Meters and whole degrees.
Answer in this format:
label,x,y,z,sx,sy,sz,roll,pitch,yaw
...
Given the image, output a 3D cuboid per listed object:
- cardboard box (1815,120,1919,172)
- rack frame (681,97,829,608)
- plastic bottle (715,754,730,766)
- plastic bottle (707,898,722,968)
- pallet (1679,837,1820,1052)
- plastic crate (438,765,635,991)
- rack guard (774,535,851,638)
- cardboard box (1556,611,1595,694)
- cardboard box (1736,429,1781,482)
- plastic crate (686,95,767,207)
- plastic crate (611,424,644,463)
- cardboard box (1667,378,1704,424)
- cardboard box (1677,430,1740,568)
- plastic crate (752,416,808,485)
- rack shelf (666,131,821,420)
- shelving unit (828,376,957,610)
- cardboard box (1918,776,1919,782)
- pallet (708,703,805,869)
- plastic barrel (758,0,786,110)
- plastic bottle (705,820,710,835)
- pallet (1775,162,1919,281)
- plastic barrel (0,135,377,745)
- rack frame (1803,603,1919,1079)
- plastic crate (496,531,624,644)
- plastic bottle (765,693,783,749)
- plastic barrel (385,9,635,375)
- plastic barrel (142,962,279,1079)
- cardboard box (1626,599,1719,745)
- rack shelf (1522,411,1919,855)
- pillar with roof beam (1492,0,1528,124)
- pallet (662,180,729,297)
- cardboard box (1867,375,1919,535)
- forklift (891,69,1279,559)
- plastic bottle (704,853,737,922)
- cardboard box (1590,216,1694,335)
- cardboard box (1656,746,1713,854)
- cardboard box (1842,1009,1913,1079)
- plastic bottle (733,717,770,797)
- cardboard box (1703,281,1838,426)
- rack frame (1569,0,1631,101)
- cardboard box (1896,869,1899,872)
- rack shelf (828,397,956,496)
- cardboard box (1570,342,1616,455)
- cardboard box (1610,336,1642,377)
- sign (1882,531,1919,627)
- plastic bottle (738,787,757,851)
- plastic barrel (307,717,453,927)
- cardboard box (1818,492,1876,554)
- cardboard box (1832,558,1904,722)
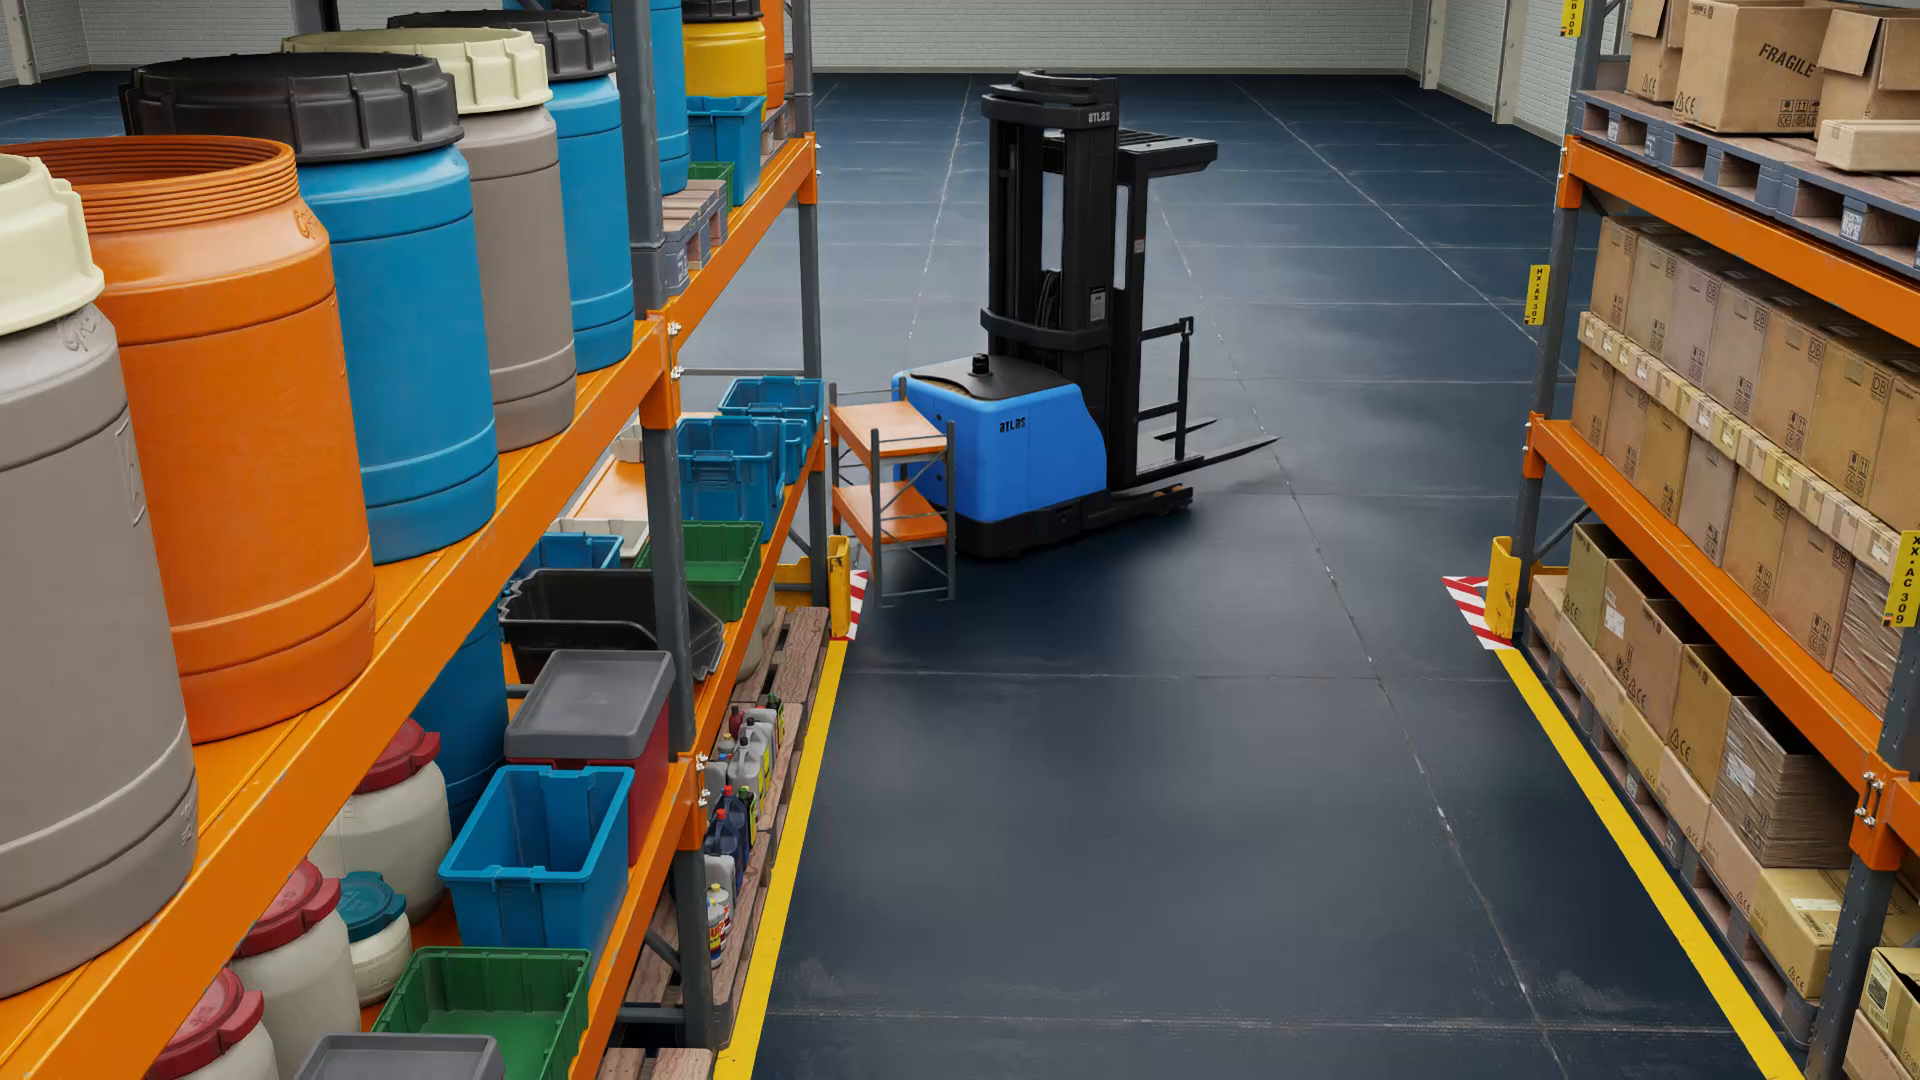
label,x,y,z,sx,sy,sz,roll,pitch,yaw
cardboard box,3.316,-1.411,5.946,0.380,0.149,0.250,1,21,2
rack frame,-1.277,-0.932,9.284,1.000,3.000,0.127,1,21,2
plastic bottle,-1.057,1.052,7.432,0.097,0.201,0.097,0,21,0
plastic bottle,-0.950,1.471,6.256,0.097,0.271,0.097,0,21,0
pallet,3.619,1.583,6.657,1.003,0.211,1.213,1,21,2
plastic crate,-1.121,0.924,4.523,0.392,0.384,0.575,1,21,2
rack guard,-1.232,0.261,9.665,1.175,0.500,0.348,1,21,2
cardboard box,3.424,0.582,8.603,0.500,0.250,0.500,1,21,2
cardboard box,3.387,-0.339,6.720,0.380,0.149,0.250,1,21,3
plastic crate,-1.034,-1.630,6.959,0.392,0.384,0.575,1,21,2
plastic crate,-1.625,-0.489,8.507,0.298,0.136,0.250,1,21,2
cardboard box,3.410,-0.620,7.445,0.380,0.149,0.250,0,21,1
cardboard box,3.603,-0.194,7.245,0.700,0.500,0.500,1,21,3
plastic crate,-1.018,-0.444,8.232,0.499,0.251,0.408,1,21,2
rack shelf,-1.337,-1.272,7.008,1.077,0.370,4.000,1,21,2
shelving unit,-0.428,-0.313,10.281,0.538,1.125,1.048,-7,22,-17
cardboard box,3.887,0.961,6.588,0.500,0.500,0.500,1,21,2
pallet,-1.302,1.130,7.826,1.003,0.211,1.213,1,21,2
plastic barrel,-1.164,-2.549,8.132,0.600,0.830,0.708,1,21,2
plastic bottle,-1.075,1.240,6.850,0.097,0.271,0.097,0,21,0
pallet,3.553,-1.096,5.682,1.003,0.211,1.213,1,21,2
plastic barrel,-1.258,-0.169,2.578,0.600,0.830,0.708,1,21,2
rack frame,3.553,0.570,5.413,1.000,3.000,0.127,1,21,2
plastic crate,-1.636,0.180,6.623,0.499,0.251,0.616,1,21,2
plastic bottle,-0.880,0.840,7.863,0.061,0.283,0.133,1,21,3
plastic barrel,-1.197,-0.932,4.444,0.600,0.901,0.708,1,21,2
plastic barrel,-1.682,1.216,3.560,0.433,0.535,0.433,0,21,0
cardboard box,3.387,0.594,7.535,0.500,0.500,0.500,1,21,2
rack shelf,3.614,0.182,7.407,1.077,0.370,4.000,1,21,2
pillar with roof beam,5.896,-12.082,29.728,9.100,9.000,0.400,1,21,2
pallet,-1.474,-1.058,5.724,1.213,0.211,1.003,1,21,2
cardboard box,3.560,-0.242,5.574,0.700,0.500,0.500,1,21,2
forklift,0.994,-1.663,11.263,3.031,2.935,1.130,-17,27,-36
plastic bottle,-0.968,1.351,6.557,0.152,0.276,0.135,1,21,4
cardboard box,3.646,-1.340,8.404,0.700,0.500,0.500,1,21,2
cardboard box,3.374,1.124,7.205,0.500,0.250,0.500,1,21,2
cardboard box,3.293,1.799,5.466,0.500,0.250,0.500,0,21,0
plastic bottle,-0.935,0.968,7.442,0.144,0.351,0.185,2,21,4
cardboard box,3.606,-0.786,6.977,0.700,0.500,0.500,1,21,2
rack frame,3.674,-3.673,8.055,1.000,3.000,0.127,1,21,2
cardboard box,3.890,1.311,6.724,0.500,0.250,0.500,1,21,2
rack shelf,-0.428,-0.586,10.175,0.538,0.278,1.000,-7,22,-17
cardboard box,3.647,-0.754,8.688,0.700,0.500,0.500,1,21,2
cardboard box,3.433,-0.900,8.167,0.380,0.149,0.250,1,21,2
sign,2.998,0.124,5.257,0.100,0.325,0.005,1,21,2
plastic bottle,-0.906,1.161,7.038,0.061,0.283,0.133,2,21,4
plastic barrel,-1.647,0.794,4.647,0.433,0.535,0.433,0,21,0
cardboard box,3.362,-0.064,6.012,0.380,0.149,0.250,0,21,0
cardboard box,3.560,0.363,5.809,0.700,0.500,0.500,0,21,0
